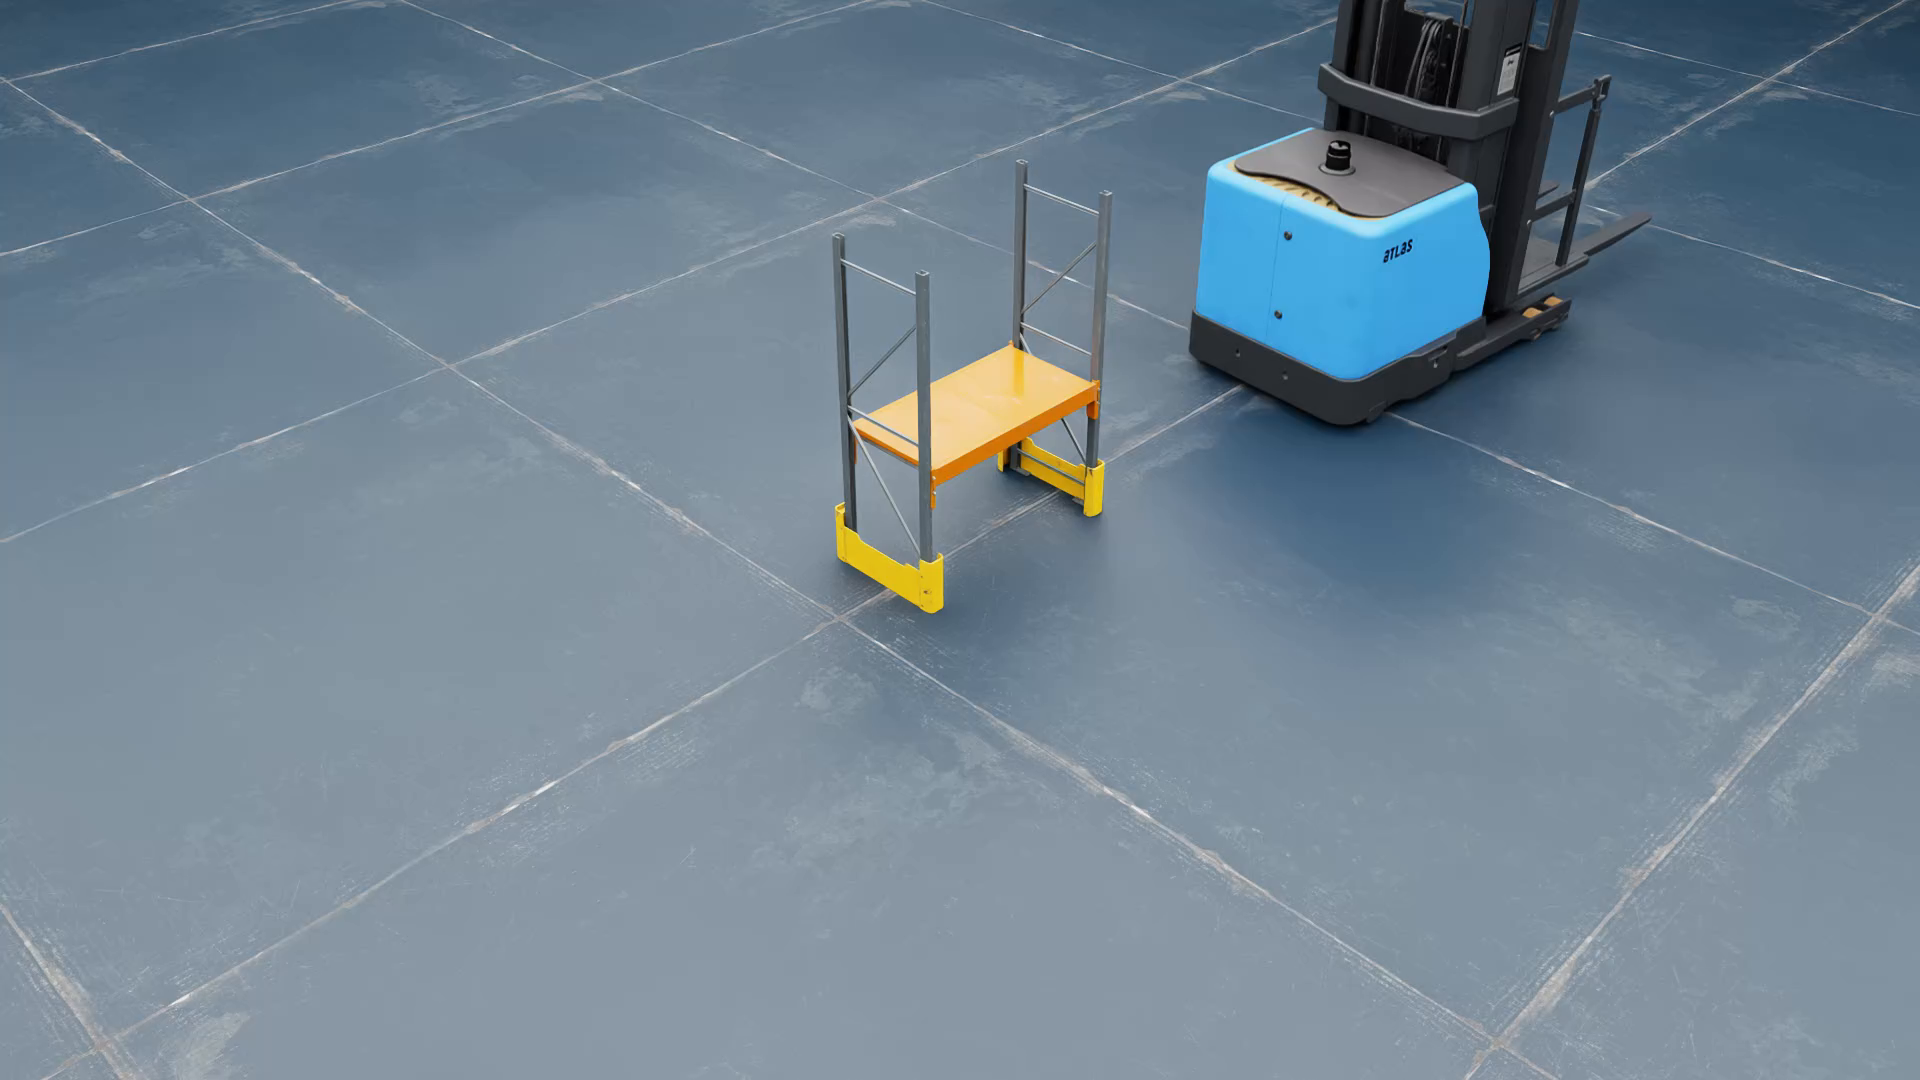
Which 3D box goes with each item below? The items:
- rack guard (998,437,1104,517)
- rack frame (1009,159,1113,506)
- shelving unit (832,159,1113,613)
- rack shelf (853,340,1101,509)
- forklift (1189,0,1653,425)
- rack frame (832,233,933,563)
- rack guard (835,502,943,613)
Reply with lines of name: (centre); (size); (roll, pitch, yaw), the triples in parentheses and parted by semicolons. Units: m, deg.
rack guard: (0.405, -0.336, 7.513); (0.587, 0.250, 0.087); (30, 45, 35)
rack frame: (0.418, -0.856, 7.167); (0.500, 1.500, 0.032); (30, 45, 35)
shelving unit: (0.054, -0.646, 6.865); (0.587, 1.500, 1.083); (30, 45, 35)
rack shelf: (0.060, -0.502, 6.974); (0.538, 0.185, 1.000); (30, 45, 35)
forklift: (2.614, -2.458, 8.213); (3.031, 2.935, 1.130); (-26, 43, -33)
rack frame: (-0.298, -0.443, 6.575); (0.500, 1.500, 0.032); (30, 45, 35)
rack guard: (-0.297, 0.069, 6.933); (0.587, 0.250, 0.087); (30, 45, 35)
